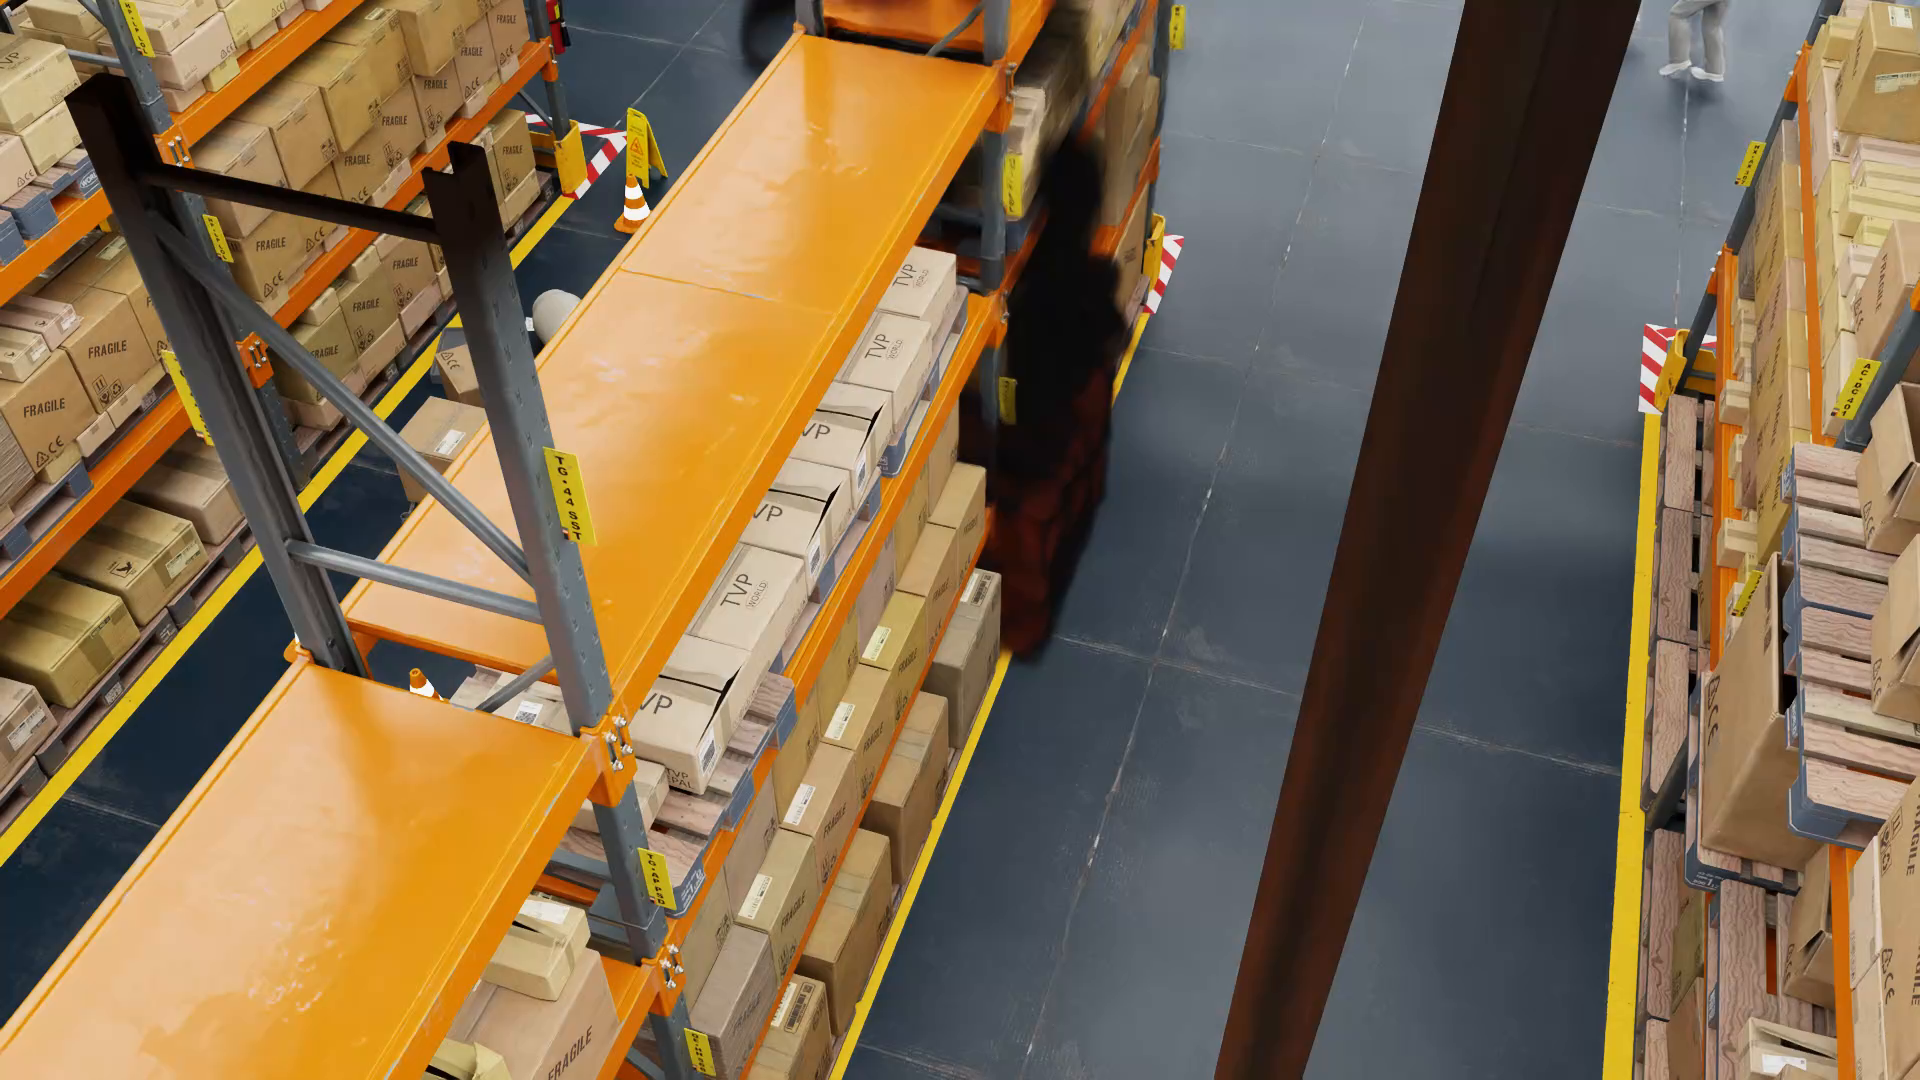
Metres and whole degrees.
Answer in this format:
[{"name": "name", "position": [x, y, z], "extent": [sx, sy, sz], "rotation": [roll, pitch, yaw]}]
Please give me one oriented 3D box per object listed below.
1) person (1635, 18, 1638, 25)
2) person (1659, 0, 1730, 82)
[{"name": "person", "position": [5.968, -5.490, 15.238], "extent": [0.682, 1.807, 0.883], "rotation": [-34, 55, -29]}, {"name": "person", "position": [6.661, -4.839, 14.699], "extent": [0.544, 1.705, 0.691], "rotation": [-31, 53, -27]}]
